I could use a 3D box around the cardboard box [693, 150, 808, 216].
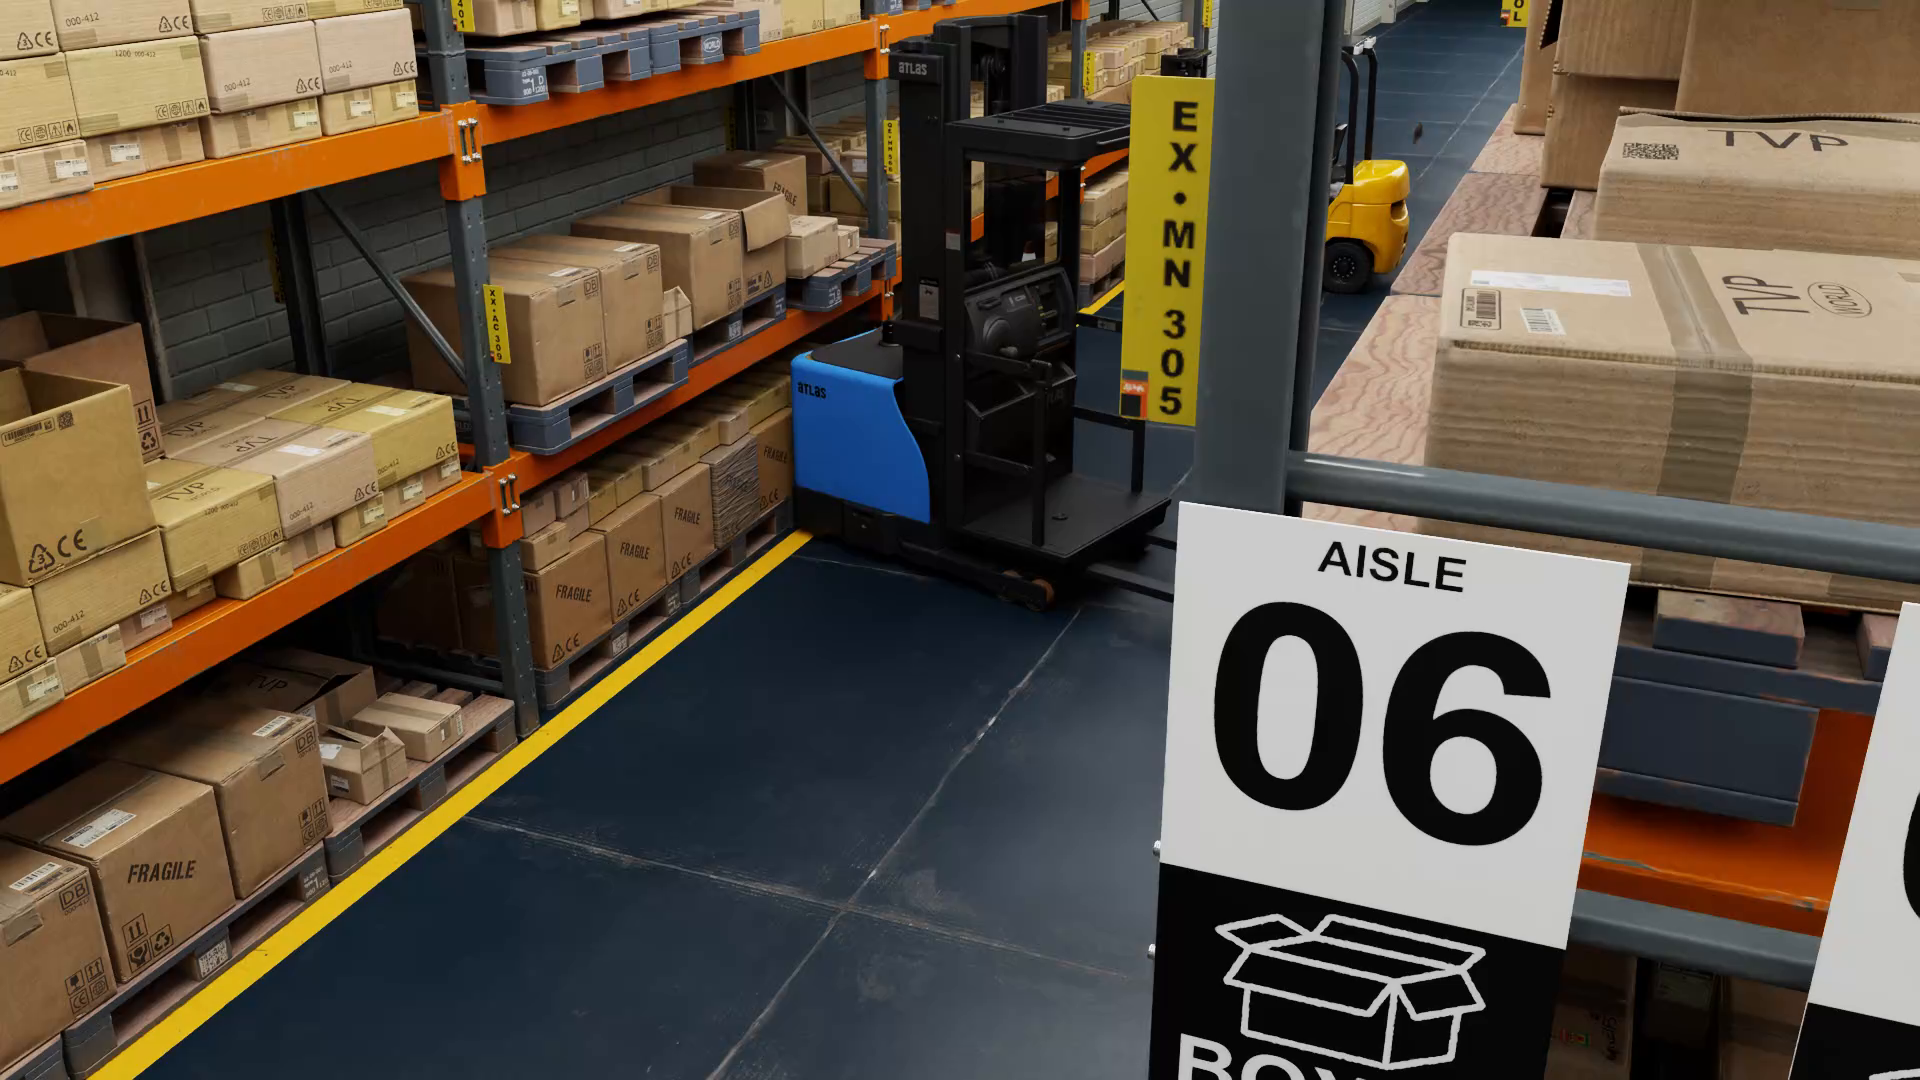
[{"bbox_3d":[-1.273,-2.076,10.153,0.500,0.500,0.500,10,25,23],"label":"cardboard box"}]

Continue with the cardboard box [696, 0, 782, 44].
[{"bbox_3d":[-1.273,-2.735,8.709,0.500,0.250,0.500,9,24,20],"label":"cardboard box"}]

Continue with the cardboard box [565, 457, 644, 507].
[{"bbox_3d":[-1.837,-0.300,8.433,0.380,0.149,0.250,8,24,19],"label":"cardboard box"}]

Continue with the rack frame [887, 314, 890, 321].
[{"bbox_3d":[-0.390,-0.897,10.535,0.008,1.050,0.200,-18,29,-37],"label":"rack frame"}]

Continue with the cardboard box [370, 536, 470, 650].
[{"bbox_3d":[-2.514,0.175,8.137,0.500,0.500,0.500,9,24,20],"label":"cardboard box"}]

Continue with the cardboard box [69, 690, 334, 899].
[{"bbox_3d":[-2.853,0.948,6.288,0.700,0.500,0.500,8,24,18],"label":"cardboard box"}]

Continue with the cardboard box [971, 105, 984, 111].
[{"bbox_3d":[0.182,-3.159,12.450,0.380,0.149,0.250,9,24,21],"label":"cardboard box"}]

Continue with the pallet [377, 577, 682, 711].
[{"bbox_3d":[-2.155,0.424,8.461,1.003,0.211,1.213,9,24,20],"label":"pallet"}]

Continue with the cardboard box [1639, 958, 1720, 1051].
[{"bbox_3d":[1.122,0.576,2.210,0.380,0.149,0.250,9,24,21],"label":"cardboard box"}]

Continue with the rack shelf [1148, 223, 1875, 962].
[{"bbox_3d":[1.445,-0.194,3.363,1.077,0.370,4.000,9,24,20],"label":"rack shelf"}]

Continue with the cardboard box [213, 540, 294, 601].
[{"bbox_3d":[-2.648,0.078,5.997,0.380,0.149,0.250,8,24,19],"label":"cardboard box"}]

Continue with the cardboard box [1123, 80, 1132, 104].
[{"bbox_3d":[1.322,-3.967,15.225,0.500,0.500,0.500,9,24,20],"label":"cardboard box"}]

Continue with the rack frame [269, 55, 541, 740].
[{"bbox_3d":[-2.422,-0.566,7.214,1.000,3.000,0.127,9,24,20],"label":"rack frame"}]

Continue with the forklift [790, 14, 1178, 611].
[{"bbox_3d":[0.497,-1.207,8.838,3.031,2.935,1.130,16,28,34],"label":"forklift"}]

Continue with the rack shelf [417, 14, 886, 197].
[{"bbox_3d":[-1.679,-2.334,8.488,1.077,0.370,4.000,9,24,20],"label":"rack shelf"}]

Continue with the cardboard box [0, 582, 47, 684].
[{"bbox_3d":[-3.117,0.311,4.923,0.500,0.250,0.500,8,24,19],"label":"cardboard box"}]

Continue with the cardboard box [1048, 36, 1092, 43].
[{"bbox_3d":[1.016,-4.609,15.536,0.380,0.149,0.250,10,24,22],"label":"cardboard box"}]

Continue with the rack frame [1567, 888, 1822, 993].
[{"bbox_3d":[0.702,1.574,2.089,1.000,3.000,0.127,9,24,20],"label":"rack frame"}]

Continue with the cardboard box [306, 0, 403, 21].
[{"bbox_3d":[-2.386,-2.034,5.996,0.500,0.250,0.500,9,24,20],"label":"cardboard box"}]

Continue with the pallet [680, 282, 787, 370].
[{"bbox_3d":[-1.654,-1.213,9.010,1.003,0.211,1.213,9,24,20],"label":"pallet"}]

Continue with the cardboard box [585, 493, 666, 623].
[{"bbox_3d":[-1.845,0.060,8.412,0.500,0.500,0.500,8,24,19],"label":"cardboard box"}]

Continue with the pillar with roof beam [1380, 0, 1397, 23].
[{"bbox_3d":[13.852,-15.481,35.137,9.100,9.000,0.400,9,24,20],"label":"pillar with roof beam"}]

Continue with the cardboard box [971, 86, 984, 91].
[{"bbox_3d":[0.071,-3.591,13.484,0.380,0.149,0.250,8,24,18],"label":"cardboard box"}]

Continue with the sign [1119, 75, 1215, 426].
[{"bbox_3d":[0.203,-0.264,1.554,0.100,0.325,0.005,9,24,20],"label":"sign"}]

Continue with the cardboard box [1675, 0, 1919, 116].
[{"bbox_3d":[1.590,-0.796,3.067,0.500,0.500,0.500,9,24,21],"label":"cardboard box"}]

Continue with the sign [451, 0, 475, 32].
[{"bbox_3d":[-1.915,-2.114,6.357,0.100,0.325,0.005,9,24,20],"label":"sign"}]

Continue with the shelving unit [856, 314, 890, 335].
[{"bbox_3d":[-0.483,-0.867,10.462,0.252,1.050,0.215,-18,29,-37],"label":"shelving unit"}]

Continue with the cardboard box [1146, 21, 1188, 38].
[{"bbox_3d":[2.098,-5.185,16.914,0.380,0.149,0.250,9,24,20],"label":"cardboard box"}]

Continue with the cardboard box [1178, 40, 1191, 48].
[{"bbox_3d":[2.099,-4.946,16.728,0.380,0.149,0.250,9,24,21],"label":"cardboard box"}]

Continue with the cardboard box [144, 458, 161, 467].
[{"bbox_3d":[-3.230,-0.131,5.981,0.500,0.250,0.500,9,24,21],"label":"cardboard box"}]

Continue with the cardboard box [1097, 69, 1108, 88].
[{"bbox_3d":[1.078,-4.041,14.562,0.380,0.149,0.250,9,24,20],"label":"cardboard box"}]

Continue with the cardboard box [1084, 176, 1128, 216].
[{"bbox_3d":[1.220,-3.125,15.066,0.500,0.250,0.500,9,24,20],"label":"cardboard box"}]

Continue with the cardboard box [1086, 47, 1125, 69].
[{"bbox_3d":[1.234,-4.260,14.700,0.380,0.149,0.250,9,24,21],"label":"cardboard box"}]

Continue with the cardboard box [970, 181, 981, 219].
[{"bbox_3d":[-0.168,-2.417,11.839,0.500,0.250,0.500,8,24,18],"label":"cardboard box"}]

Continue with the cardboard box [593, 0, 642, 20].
[{"bbox_3d":[-1.637,-2.395,7.352,0.380,0.149,0.250,9,24,21],"label":"cardboard box"}]

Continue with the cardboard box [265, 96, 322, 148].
[{"bbox_3d":[-2.483,-1.482,5.839,0.380,0.149,0.250,10,25,22],"label":"cardboard box"}]

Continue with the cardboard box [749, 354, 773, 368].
[{"bbox_3d":[-1.419,-1.195,10.577,0.380,0.149,0.250,10,25,23],"label":"cardboard box"}]

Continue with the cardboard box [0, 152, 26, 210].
[{"bbox_3d":[-2.914,-1.019,4.731,0.380,0.149,0.250,9,24,20],"label":"cardboard box"}]

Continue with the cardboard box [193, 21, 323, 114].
[{"bbox_3d":[-2.552,-1.623,5.660,0.500,0.250,0.500,8,24,18],"label":"cardboard box"}]

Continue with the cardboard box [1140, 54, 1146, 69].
[{"bbox_3d":[1.536,-4.503,15.667,0.380,0.149,0.250,9,24,20],"label":"cardboard box"}]

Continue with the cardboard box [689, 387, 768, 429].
[{"bbox_3d":[-1.328,-0.757,9.528,0.380,0.149,0.250,8,24,19],"label":"cardboard box"}]

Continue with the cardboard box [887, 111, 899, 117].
[{"bbox_3d":[-0.451,-3.041,12.167,0.380,0.149,0.250,10,24,22],"label":"cardboard box"}]

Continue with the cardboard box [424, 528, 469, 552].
[{"bbox_3d":[-2.553,-0.079,7.904,0.380,0.149,0.250,8,24,18],"label":"cardboard box"}]

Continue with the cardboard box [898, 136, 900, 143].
[{"bbox_3d":[-0.375,-2.606,11.127,0.380,0.149,0.250,9,24,21],"label":"cardboard box"}]

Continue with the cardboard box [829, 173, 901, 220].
[{"bbox_3d":[-0.521,-2.280,10.861,0.500,0.250,0.500,9,24,20],"label":"cardboard box"}]

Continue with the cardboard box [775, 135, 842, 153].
[{"bbox_3d":[-1.010,-2.598,11.107,0.380,0.149,0.250,9,24,21],"label":"cardboard box"}]

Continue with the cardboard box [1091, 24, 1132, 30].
[{"bbox_3d":[1.499,-5.068,16.635,0.380,0.149,0.250,9,24,21],"label":"cardboard box"}]

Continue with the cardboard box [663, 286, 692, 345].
[{"bbox_3d":[-1.550,-1.140,8.218,0.396,0.266,0.258,10,25,23],"label":"cardboard box"}]

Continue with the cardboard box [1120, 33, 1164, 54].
[{"bbox_3d":[1.717,-4.714,15.786,0.380,0.149,0.250,9,24,21],"label":"cardboard box"}]

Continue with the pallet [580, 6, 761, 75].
[{"bbox_3d":[-1.732,-2.459,8.096,1.213,0.211,1.003,9,24,20],"label":"pallet"}]
